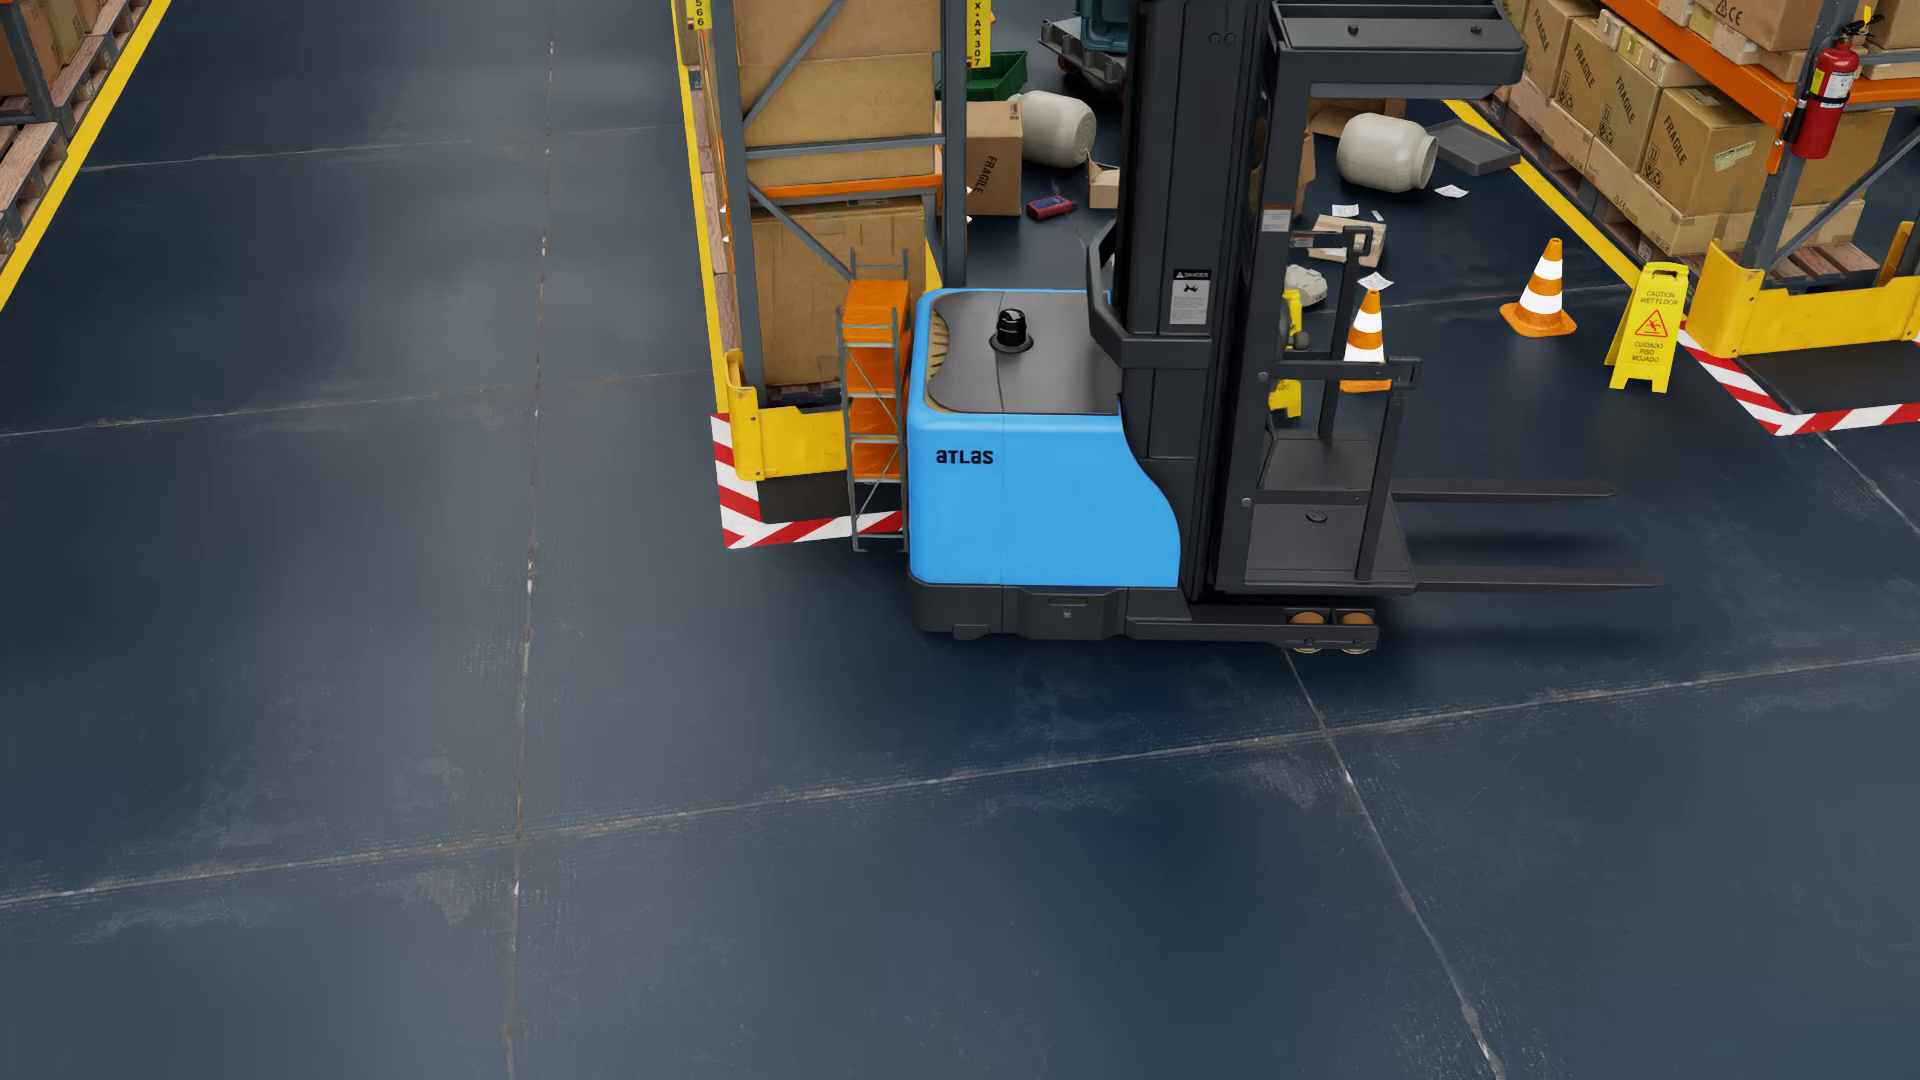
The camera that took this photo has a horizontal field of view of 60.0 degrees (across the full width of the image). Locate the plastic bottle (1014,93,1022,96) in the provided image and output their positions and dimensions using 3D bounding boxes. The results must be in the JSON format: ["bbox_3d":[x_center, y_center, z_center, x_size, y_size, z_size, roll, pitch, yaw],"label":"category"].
[{"bbox_3d":[0.358,-2.878,10.905,0.133,0.061,0.283,-27,45,-31],"label":"plastic bottle"}]

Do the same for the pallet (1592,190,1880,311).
[{"bbox_3d":[4.260,-1.660,9.214,1.003,0.211,1.213,-6,38,-8],"label":"pallet"}]

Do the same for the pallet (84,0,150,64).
[{"bbox_3d":[-6.432,-3.678,11.812,1.003,0.211,1.213,-6,38,-8],"label":"pallet"}]

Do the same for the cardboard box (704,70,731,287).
[{"bbox_3d":[-0.815,-1.888,8.624,0.875,0.875,0.875,-7,38,-9],"label":"cardboard box"}]

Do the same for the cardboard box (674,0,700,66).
[{"bbox_3d":[-1.374,-3.686,11.041,1.050,0.750,0.750,-6,38,-8],"label":"cardboard box"}]

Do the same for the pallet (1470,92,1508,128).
[{"bbox_3d":[3.832,-3.134,11.111,1.003,0.211,1.213,-6,38,-8],"label":"pallet"}]

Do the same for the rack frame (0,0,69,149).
[{"bbox_3d":[-6.077,-3.571,9.401,1.000,3.000,0.127,-6,38,-8],"label":"rack frame"}]

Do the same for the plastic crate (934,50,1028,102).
[{"bbox_3d":[0.144,-2.991,10.901,0.450,0.188,0.662,4,37,22],"label":"plastic crate"}]

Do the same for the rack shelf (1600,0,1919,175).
[{"bbox_3d":[4.030,-3.144,9.439,1.077,0.370,4.000,-6,38,-8],"label":"rack shelf"}]

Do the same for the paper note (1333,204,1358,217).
[{"bbox_3d":[2.254,-1.930,9.718,0.148,0.019,0.142,6,38,8],"label":"paper note"}]

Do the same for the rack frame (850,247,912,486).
[{"bbox_3d":[-0.322,-0.725,7.201,0.240,1.200,0.015,1,38,4],"label":"rack frame"}]

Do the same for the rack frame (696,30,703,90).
[{"bbox_3d":[-1.176,-4.043,10.009,1.000,3.000,0.127,-6,38,-8],"label":"rack frame"}]

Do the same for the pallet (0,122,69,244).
[{"bbox_3d":[-5.925,-2.068,9.739,1.003,0.211,1.213,-6,38,-8],"label":"pallet"}]

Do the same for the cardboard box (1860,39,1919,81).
[{"bbox_3d":[4.525,-2.349,8.033,0.380,0.149,0.250,-6,38,-8],"label":"cardboard box"}]

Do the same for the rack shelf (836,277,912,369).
[{"bbox_3d":[-0.345,-0.886,6.768,0.258,0.148,0.480,1,38,4],"label":"rack shelf"}]

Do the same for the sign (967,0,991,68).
[{"bbox_3d":[0.072,-2.056,6.682,0.100,0.325,0.005,-6,38,-8],"label":"sign"}]

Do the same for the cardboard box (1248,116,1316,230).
[{"bbox_3d":[1.580,-2.023,9.444,0.637,0.503,0.797,27,45,30],"label":"cardboard box"}]

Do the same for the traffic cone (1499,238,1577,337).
[{"bbox_3d":[3.035,-1.340,8.597,0.336,0.463,0.334,-6,38,-8],"label":"traffic cone"}]

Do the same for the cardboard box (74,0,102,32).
[{"bbox_3d":[-6.327,-3.758,11.322,0.700,0.500,0.500,-9,39,-12],"label":"cardboard box"}]

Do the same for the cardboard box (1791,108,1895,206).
[{"bbox_3d":[4.507,-2.128,8.832,0.500,0.500,0.500,-7,38,-9],"label":"cardboard box"}]

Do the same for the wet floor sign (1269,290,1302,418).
[{"bbox_3d":[1.479,-0.893,7.873,0.267,0.644,0.232,-13,40,-16],"label":"wet floor sign"}]

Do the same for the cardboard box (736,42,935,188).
[{"bbox_3d":[-0.585,-1.906,7.136,0.875,0.550,0.550,-6,38,-8],"label":"cardboard box"}]

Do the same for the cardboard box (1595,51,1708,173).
[{"bbox_3d":[3.889,-2.367,9.140,0.500,0.500,0.500,-5,38,-6],"label":"cardboard box"}]

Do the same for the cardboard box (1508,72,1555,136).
[{"bbox_3d":[3.717,-2.690,10.166,0.500,0.250,0.500,-7,38,-9],"label":"cardboard box"}]

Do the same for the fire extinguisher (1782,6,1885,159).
[{"bbox_3d":[3.947,-2.071,7.534,0.296,0.674,0.183,-6,38,-8],"label":"fire extinguisher"}]

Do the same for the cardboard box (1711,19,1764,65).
[{"bbox_3d":[3.951,-2.465,8.183,0.380,0.149,0.250,-7,38,-8],"label":"cardboard box"}]

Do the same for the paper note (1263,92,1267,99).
[{"bbox_3d":[2.093,-2.961,11.036,0.148,0.019,0.142,-6,38,-8],"label":"paper note"}]

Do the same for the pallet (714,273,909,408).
[{"bbox_3d":[-0.692,-1.000,8.366,1.003,0.211,1.213,-6,38,-8],"label":"pallet"}]

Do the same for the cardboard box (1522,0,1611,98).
[{"bbox_3d":[3.712,-2.992,9.944,0.500,0.500,0.500,-4,38,-6],"label":"cardboard box"}]

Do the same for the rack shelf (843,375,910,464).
[{"bbox_3d":[-0.336,-0.523,7.050,0.258,0.148,0.480,1,38,4],"label":"rack shelf"}]

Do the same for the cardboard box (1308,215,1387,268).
[{"bbox_3d":[2.162,-1.669,9.277,0.380,0.149,0.250,13,40,16],"label":"cardboard box"}]

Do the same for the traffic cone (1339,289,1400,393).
[{"bbox_3d":[2.002,-1.015,8.179,0.336,0.463,0.334,-6,38,-8],"label":"traffic cone"}]

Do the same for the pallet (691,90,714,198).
[{"bbox_3d":[-1.120,-2.474,10.263,1.003,0.211,1.213,-6,38,-8],"label":"pallet"}]

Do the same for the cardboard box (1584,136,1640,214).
[{"bbox_3d":[3.891,-2.074,9.373,0.500,0.250,0.500,-6,38,-8],"label":"cardboard box"}]

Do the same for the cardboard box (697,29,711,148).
[{"bbox_3d":[-1.135,-2.983,10.034,0.875,0.875,0.875,-6,38,-7],"label":"cardboard box"}]

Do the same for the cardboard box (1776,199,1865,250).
[{"bbox_3d":[4.511,-1.818,9.043,0.500,0.250,0.500,-7,38,-8],"label":"cardboard box"}]

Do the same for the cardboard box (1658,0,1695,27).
[{"bbox_3d":[3.852,-2.775,8.581,0.380,0.149,0.250,-6,38,-7],"label":"cardboard box"}]

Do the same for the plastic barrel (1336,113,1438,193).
[{"bbox_3d":[2.528,-2.288,9.850,0.512,0.421,0.421,19,42,23],"label":"plastic barrel"}]

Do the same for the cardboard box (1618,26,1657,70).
[{"bbox_3d":[3.812,-2.675,9.008,0.380,0.149,0.250,-6,38,-7],"label":"cardboard box"}]

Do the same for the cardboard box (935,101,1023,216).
[{"bbox_3d":[0.106,-2.230,9.711,0.500,0.500,0.500,0,38,0],"label":"cardboard box"}]

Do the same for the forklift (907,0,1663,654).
[{"bbox_3d":[1.314,-1.034,6.192,3.031,2.935,1.130,1,38,1],"label":"forklift"}]

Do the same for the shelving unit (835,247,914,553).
[{"bbox_3d":[-0.337,-0.576,7.009,0.258,1.200,0.503,1,38,4],"label":"shelving unit"}]

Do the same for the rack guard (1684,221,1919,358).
[{"bbox_3d":[4.367,-1.279,8.489,1.175,0.500,0.348,-6,38,-8],"label":"rack guard"}]

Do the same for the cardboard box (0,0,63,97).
[{"bbox_3d":[-6.164,-3.130,10.513,0.700,0.500,0.500,-9,39,-11],"label":"cardboard box"}]

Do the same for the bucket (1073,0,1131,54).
[{"bbox_3d":[1.117,-3.516,10.761,0.726,0.611,0.620,6,28,8],"label":"bucket"}]

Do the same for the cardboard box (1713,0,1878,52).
[{"bbox_3d":[4.014,-2.676,7.925,0.500,0.500,0.500,-7,38,-9],"label":"cardboard box"}]
